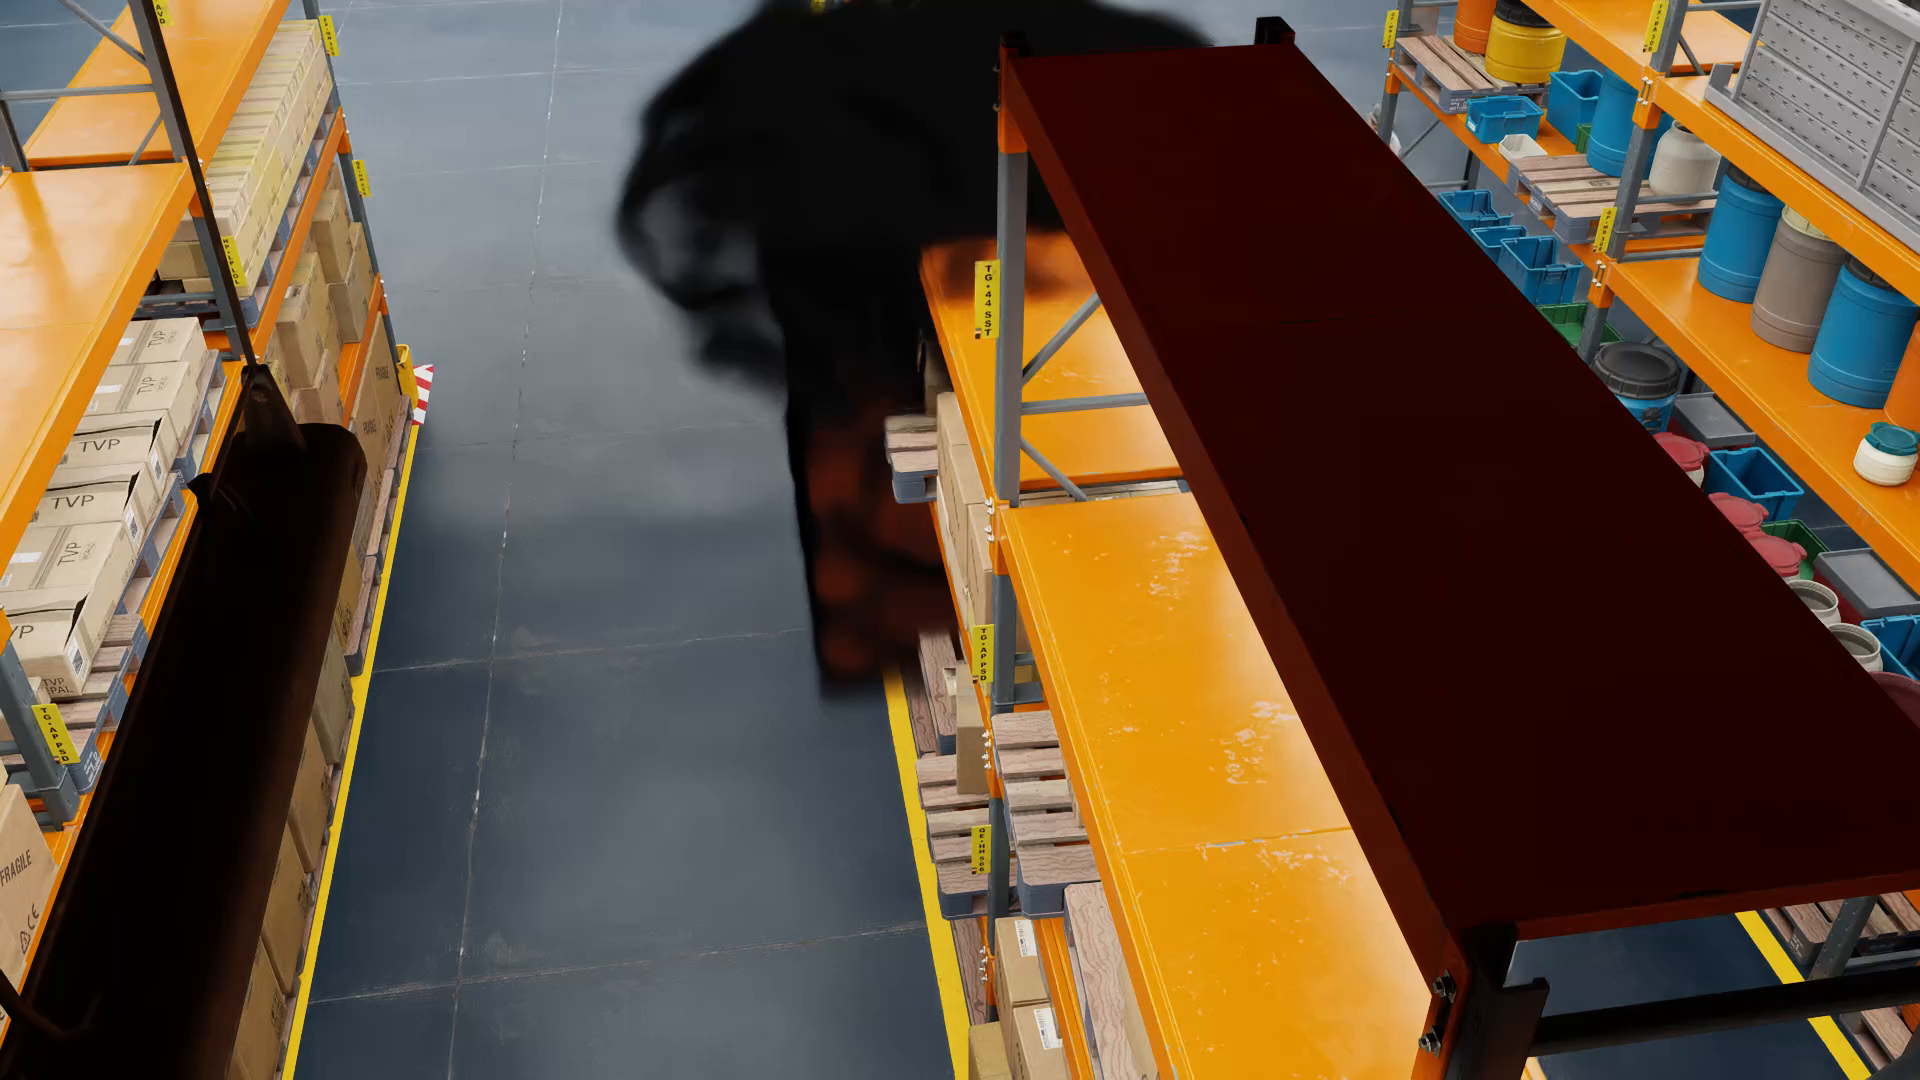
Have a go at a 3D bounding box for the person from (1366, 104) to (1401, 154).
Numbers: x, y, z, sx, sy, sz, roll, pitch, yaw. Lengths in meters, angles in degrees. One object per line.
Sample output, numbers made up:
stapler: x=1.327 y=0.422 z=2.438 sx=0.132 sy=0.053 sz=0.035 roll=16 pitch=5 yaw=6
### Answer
person: x=4.149 y=-3.696 z=17.075 sx=0.538 sy=1.646 sz=0.636 roll=17 pitch=40 yaw=22
